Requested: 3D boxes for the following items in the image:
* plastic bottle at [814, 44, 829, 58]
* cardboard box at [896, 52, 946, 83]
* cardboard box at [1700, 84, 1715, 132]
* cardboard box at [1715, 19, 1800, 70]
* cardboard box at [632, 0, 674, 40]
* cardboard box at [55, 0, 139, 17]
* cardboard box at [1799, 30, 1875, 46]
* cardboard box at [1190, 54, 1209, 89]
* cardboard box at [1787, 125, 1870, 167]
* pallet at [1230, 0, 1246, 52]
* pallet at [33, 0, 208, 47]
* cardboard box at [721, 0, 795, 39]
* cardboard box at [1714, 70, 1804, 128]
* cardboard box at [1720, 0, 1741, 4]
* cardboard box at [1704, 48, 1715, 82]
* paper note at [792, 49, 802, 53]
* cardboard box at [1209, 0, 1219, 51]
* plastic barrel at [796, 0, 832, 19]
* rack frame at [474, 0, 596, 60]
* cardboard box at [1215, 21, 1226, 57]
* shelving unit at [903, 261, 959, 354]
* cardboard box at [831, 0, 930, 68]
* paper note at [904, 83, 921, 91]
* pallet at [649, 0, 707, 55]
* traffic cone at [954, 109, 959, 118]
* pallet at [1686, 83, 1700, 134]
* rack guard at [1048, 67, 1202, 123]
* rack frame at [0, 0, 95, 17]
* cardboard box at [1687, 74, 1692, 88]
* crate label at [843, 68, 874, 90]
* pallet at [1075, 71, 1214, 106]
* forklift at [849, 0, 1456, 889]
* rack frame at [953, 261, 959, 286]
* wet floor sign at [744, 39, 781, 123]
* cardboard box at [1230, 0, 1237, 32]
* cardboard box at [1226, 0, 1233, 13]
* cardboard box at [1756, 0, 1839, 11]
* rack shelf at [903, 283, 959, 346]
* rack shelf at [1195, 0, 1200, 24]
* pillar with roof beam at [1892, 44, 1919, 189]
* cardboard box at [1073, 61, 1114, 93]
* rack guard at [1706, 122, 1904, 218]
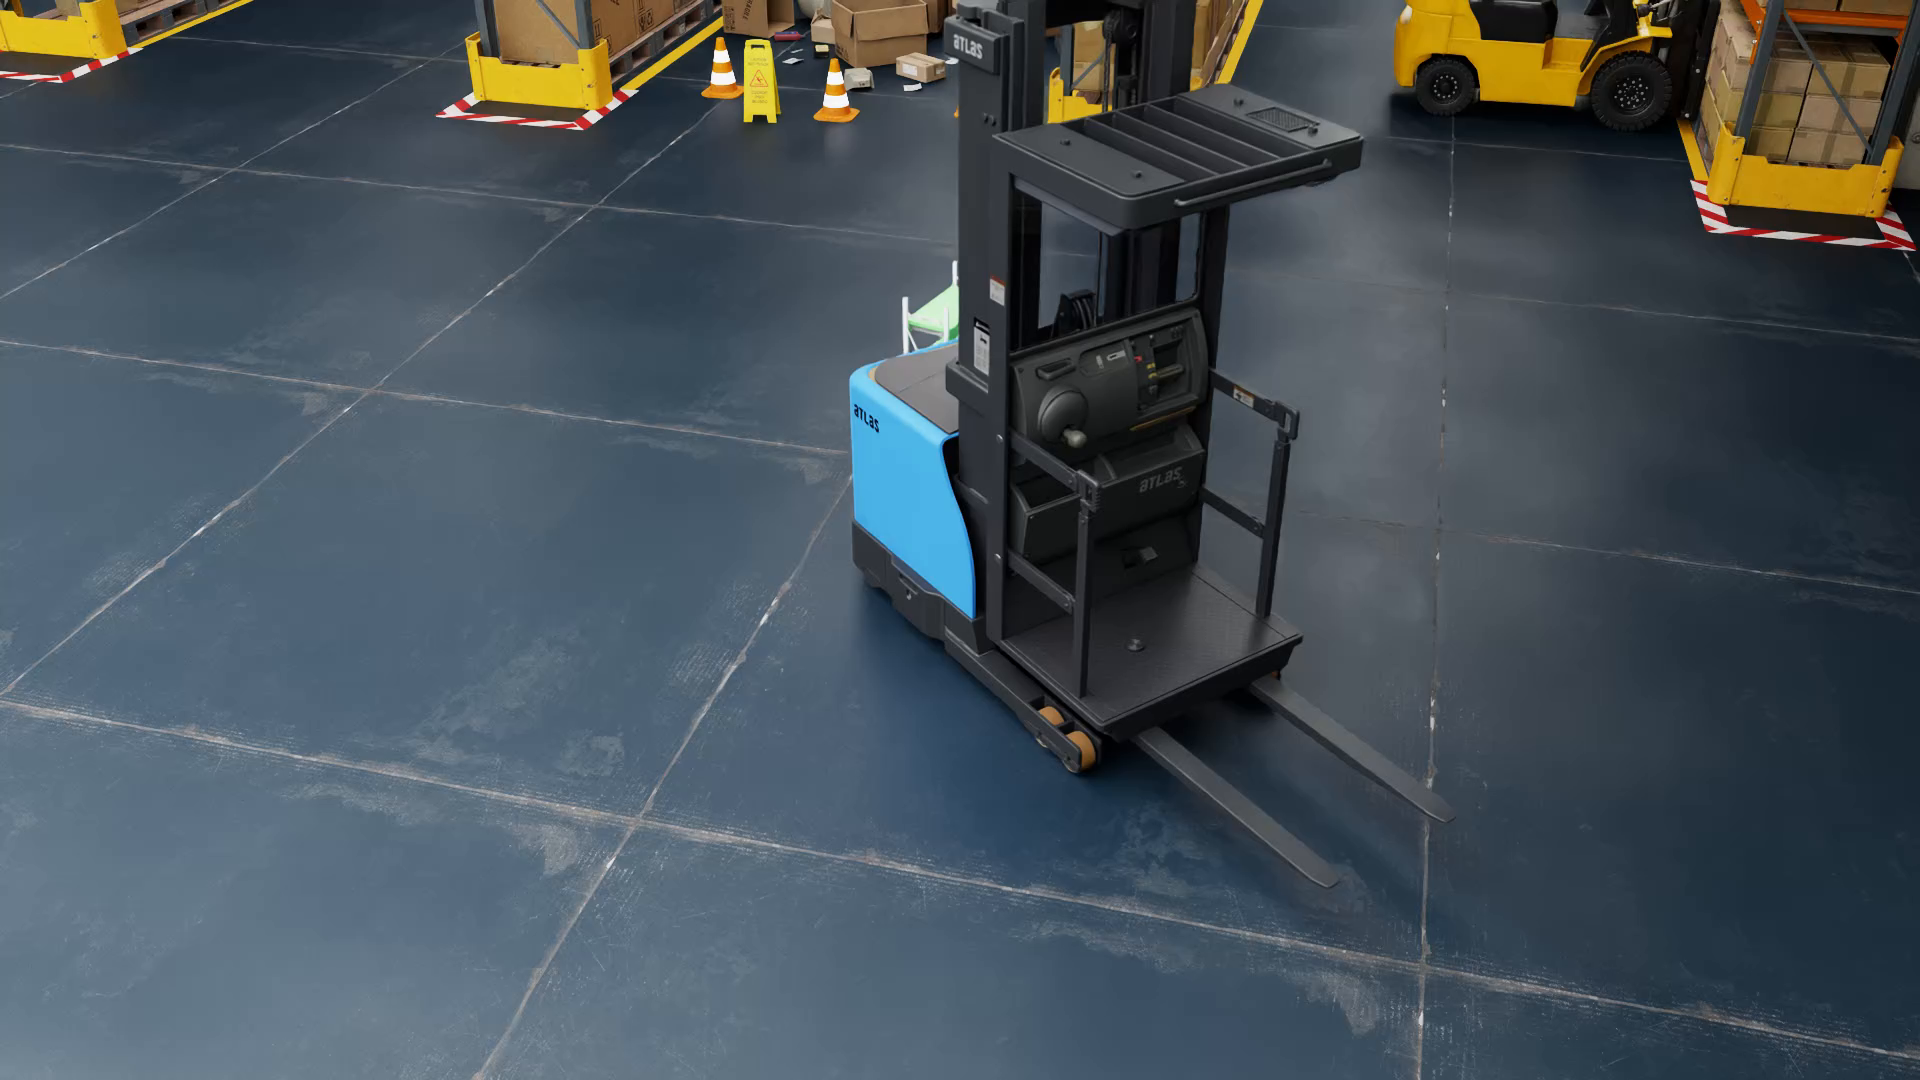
[{"bbox_3d":[-1.271,-4.494,15.262,0.133,0.061,0.283,-3,33,-4],"label":"plastic bottle"},{"bbox_3d":[-0.345,-4.166,14.664,0.380,0.149,0.250,28,42,36],"label":"cardboard box"},{"bbox_3d":[6.028,-3.300,12.817,0.500,0.250,0.500,8,33,12],"label":"cardboard box"},{"bbox_3d":[6.018,-3.726,12.555,0.500,0.250,0.500,9,33,13],"label":"cardboard box"},{"bbox_3d":[-3.208,-5.134,15.119,0.875,0.875,0.875,8,33,12],"label":"cardboard box"},{"bbox_3d":[-8.134,-5.207,15.584,0.500,0.500,0.500,14,35,21],"label":"cardboard box"},{"bbox_3d":[6.507,-3.662,12.454,0.500,0.250,0.500,8,33,12],"label":"cardboard box"},{"bbox_3d":[1.749,-3.812,13.621,0.500,0.250,0.500,8,33,12],"label":"cardboard box"},{"bbox_3d":[6.392,-2.985,12.321,0.500,0.250,0.500,8,33,13],"label":"cardboard box"},{"bbox_3d":[2.155,-4.960,15.855,1.003,0.211,1.213,8,33,12],"label":"pallet"},{"bbox_3d":[-8.049,-5.043,15.985,1.003,0.211,1.213,8,33,12],"label":"pallet"},{"bbox_3d":[-1.923,-5.112,15.823,0.500,0.500,0.500,14,35,21],"label":"cardboard box"},{"bbox_3d":[5.900,-3.263,12.292,0.500,0.250,0.500,8,33,12],"label":"cardboard box"},{"bbox_3d":[6.272,-4.251,13.381,0.500,0.250,0.500,7,33,11],"label":"cardboard box"},{"bbox_3d":[6.148,-3.793,13.125,0.500,0.250,0.500,7,33,11],"label":"cardboard box"},{"bbox_3d":[-1.503,-4.509,15.333,0.032,0.001,0.123,28,42,36],"label":"paper note"},{"bbox_3d":[1.883,-4.412,13.867,0.500,0.500,0.500,7,33,11],"label":"cardboard box"},{"bbox_3d":[-1.326,-5.226,16.077,0.421,0.421,0.512,-21,38,-29],"label":"plastic barrel"},{"bbox_3d":[-3.537,-5.035,13.375,1.000,3.000,0.127,8,33,12],"label":"rack frame"},{"bbox_3d":[2.012,-4.360,14.485,0.500,0.250,0.500,10,34,16],"label":"cardboard box"},{"bbox_3d":[-0.043,-0.716,8.257,0.258,1.200,0.503,16,36,24],"label":"shelving unit"},{"bbox_3d":[-0.727,-4.617,15.043,0.797,0.503,0.637,-14,35,-21],"label":"cardboard box"},{"bbox_3d":[-0.409,-3.922,14.392,0.148,0.019,0.142,-3,33,-4],"label":"paper note"},{"bbox_3d":[-3.098,-4.915,15.785,1.003,0.211,1.213,8,33,12],"label":"pallet"},{"bbox_3d":[0.138,-3.742,13.705,0.336,0.463,0.334,8,33,12],"label":"traffic cone"},{"bbox_3d":[6.544,-3.597,13.711,1.003,0.211,1.213,8,33,12],"label":"pallet"},{"bbox_3d":[1.296,-3.398,13.130,1.175,0.500,0.348,8,33,12],"label":"rack guard"},{"bbox_3d":[-8.309,-5.763,14.520,1.000,3.000,0.127,8,33,12],"label":"rack frame"},{"bbox_3d":[6.274,-3.831,13.652,0.500,0.250,0.500,9,34,14],"label":"cardboard box"},{"bbox_3d":[-0.883,-3.996,14.408,0.250,0.136,0.298,-8,33,-13],"label":"crate label"},{"bbox_3d":[1.536,-3.693,13.863,1.003,0.211,1.213,8,33,12],"label":"pallet"},{"bbox_3d":[0.730,-0.587,6.441,1.130,2.935,3.031,-20,38,-28],"label":"forklift"},{"bbox_3d":[0.074,-0.831,8.438,0.240,1.200,0.015,16,36,24],"label":"rack frame"},{"bbox_3d":[-1.629,-3.757,13.559,0.267,0.644,0.232,3,33,4],"label":"wet floor sign"},{"bbox_3d":[2.276,-4.885,15.310,0.500,0.250,0.500,7,33,11],"label":"cardboard box"},{"bbox_3d":[2.145,-4.950,14.713,0.500,0.500,0.500,10,34,15],"label":"cardboard box"},{"bbox_3d":[5.950,-4.073,11.768,0.500,0.500,0.500,7,33,11],"label":"cardboard box"},{"bbox_3d":[-0.043,-1.067,8.034,0.258,0.148,0.480,16,36,24],"label":"rack shelf"},{"bbox_3d":[1.784,-5.148,14.223,1.077,0.370,4.000,8,33,12],"label":"rack shelf"},{"bbox_3d":[2.963,-7.096,11.025,9.100,9.000,0.400,8,33,12],"label":"pillar with roof beam"},{"bbox_3d":[1.228,-3.899,13.759,0.500,0.250,0.500,8,33,12],"label":"cardboard box"},{"bbox_3d":[6.073,-2.673,11.988,1.175,0.500,0.348,8,33,12],"label":"rack guard"}]
